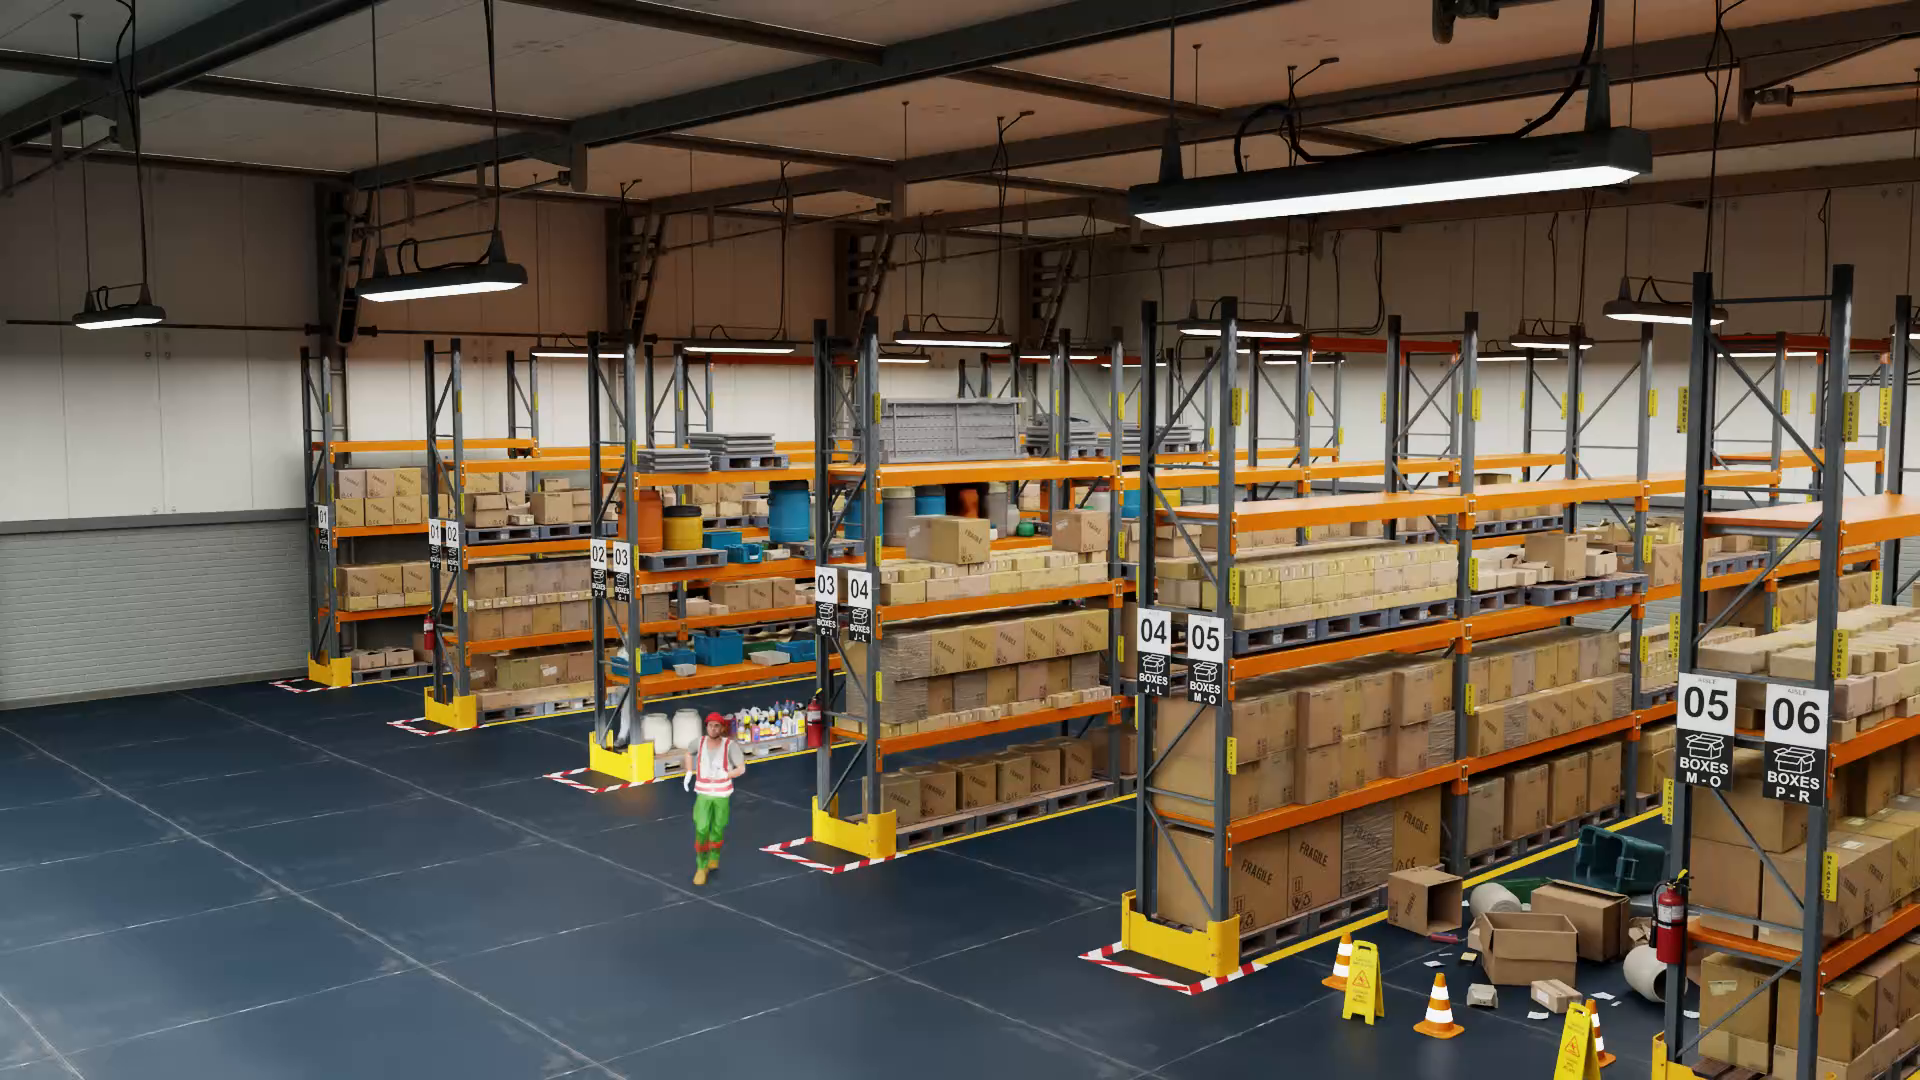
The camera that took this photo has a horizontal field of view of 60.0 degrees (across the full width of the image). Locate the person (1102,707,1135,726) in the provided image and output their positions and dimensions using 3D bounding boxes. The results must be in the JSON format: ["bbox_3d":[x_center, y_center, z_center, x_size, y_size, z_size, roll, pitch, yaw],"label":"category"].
[{"bbox_3d":[2.502,2.008,25.744,0.694,1.822,0.877,4,7,41],"label":"person"}]

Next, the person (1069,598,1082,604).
[{"bbox_3d":[2.393,1.458,32.813,0.579,1.677,0.764,4,6,35],"label":"person"}]

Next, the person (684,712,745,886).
[{"bbox_3d":[-2.608,2.729,17.701,0.655,1.825,0.684,-1,5,-6],"label":"person"}]

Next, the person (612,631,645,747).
[{"bbox_3d":[-4.864,2.157,24.500,0.625,1.669,0.848,3,6,27],"label":"person"}]
